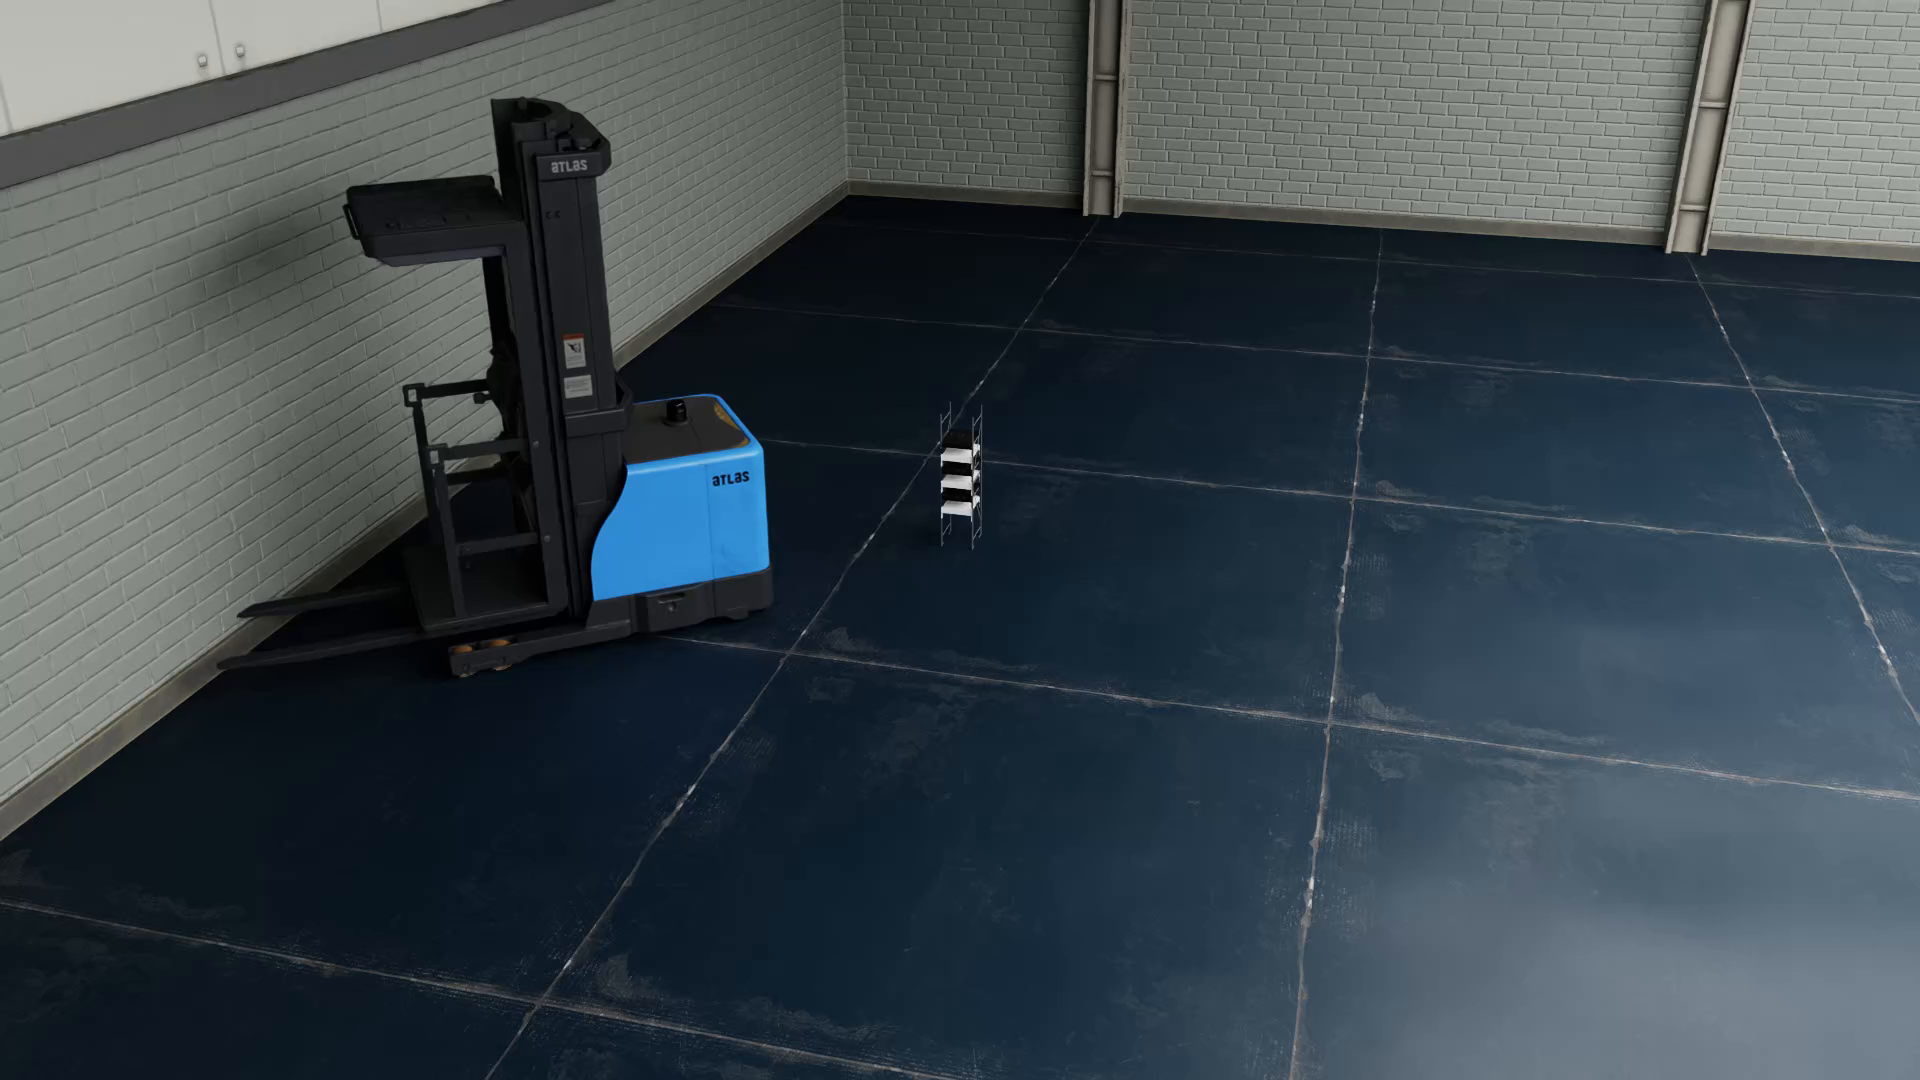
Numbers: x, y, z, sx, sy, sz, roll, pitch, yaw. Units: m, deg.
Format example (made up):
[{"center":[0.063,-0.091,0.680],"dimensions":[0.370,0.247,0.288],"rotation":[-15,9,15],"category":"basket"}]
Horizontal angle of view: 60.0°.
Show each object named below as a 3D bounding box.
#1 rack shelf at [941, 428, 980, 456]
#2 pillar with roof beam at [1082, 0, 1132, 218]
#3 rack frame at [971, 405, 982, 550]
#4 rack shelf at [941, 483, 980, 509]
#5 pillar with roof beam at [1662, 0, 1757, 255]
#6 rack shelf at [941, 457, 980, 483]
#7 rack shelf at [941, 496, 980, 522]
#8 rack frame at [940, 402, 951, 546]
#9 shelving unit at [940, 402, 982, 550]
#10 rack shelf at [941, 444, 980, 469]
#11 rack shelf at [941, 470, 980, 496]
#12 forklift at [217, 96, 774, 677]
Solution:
[{"center":[0.008,-0.619,10.453],"dimensions":[0.200,0.077,0.258],"rotation":[6,26,13],"category":"rack shelf"},{"center":[0.499,-5.870,12.611],"dimensions":[0.400,9.000,9.100],"rotation":[6,26,13],"category":"pillar with roof beam"},{"center":[0.106,-0.395,10.532],"dimensions":[0.006,0.900,0.240],"rotation":[6,26,13],"category":"rack frame"},{"center":[0.008,-0.294,10.608],"dimensions":[0.200,0.077,0.258],"rotation":[6,26,13],"category":"rack shelf"},{"center":[6.310,-5.228,11.262],"dimensions":[0.400,9.000,9.100],"rotation":[6,26,13],"category":"pillar with roof beam"},{"center":[0.008,-0.457,10.530],"dimensions":[0.200,0.077,0.258],"rotation":[6,26,13],"category":"rack shelf"},{"center":[0.008,-0.213,10.646],"dimensions":[0.200,0.077,0.258],"rotation":[6,26,13],"category":"rack shelf"},{"center":[-0.091,-0.416,10.578],"dimensions":[0.006,0.900,0.240],"rotation":[6,26,13],"category":"rack frame"},{"center":[0.008,-0.405,10.555],"dimensions":[0.210,0.900,0.258],"rotation":[6,26,13],"category":"shelving unit"},{"center":[0.008,-0.538,10.492],"dimensions":[0.200,0.077,0.258],"rotation":[6,26,13],"category":"rack shelf"},{"center":[0.008,-0.375,10.569],"dimensions":[0.200,0.077,0.258],"rotation":[6,26,13],"category":"rack shelf"},{"center":[-2.666,-0.827,9.078],"dimensions":[3.031,2.935,1.130],"rotation":[-10,27,-20],"category":"forklift"}]
